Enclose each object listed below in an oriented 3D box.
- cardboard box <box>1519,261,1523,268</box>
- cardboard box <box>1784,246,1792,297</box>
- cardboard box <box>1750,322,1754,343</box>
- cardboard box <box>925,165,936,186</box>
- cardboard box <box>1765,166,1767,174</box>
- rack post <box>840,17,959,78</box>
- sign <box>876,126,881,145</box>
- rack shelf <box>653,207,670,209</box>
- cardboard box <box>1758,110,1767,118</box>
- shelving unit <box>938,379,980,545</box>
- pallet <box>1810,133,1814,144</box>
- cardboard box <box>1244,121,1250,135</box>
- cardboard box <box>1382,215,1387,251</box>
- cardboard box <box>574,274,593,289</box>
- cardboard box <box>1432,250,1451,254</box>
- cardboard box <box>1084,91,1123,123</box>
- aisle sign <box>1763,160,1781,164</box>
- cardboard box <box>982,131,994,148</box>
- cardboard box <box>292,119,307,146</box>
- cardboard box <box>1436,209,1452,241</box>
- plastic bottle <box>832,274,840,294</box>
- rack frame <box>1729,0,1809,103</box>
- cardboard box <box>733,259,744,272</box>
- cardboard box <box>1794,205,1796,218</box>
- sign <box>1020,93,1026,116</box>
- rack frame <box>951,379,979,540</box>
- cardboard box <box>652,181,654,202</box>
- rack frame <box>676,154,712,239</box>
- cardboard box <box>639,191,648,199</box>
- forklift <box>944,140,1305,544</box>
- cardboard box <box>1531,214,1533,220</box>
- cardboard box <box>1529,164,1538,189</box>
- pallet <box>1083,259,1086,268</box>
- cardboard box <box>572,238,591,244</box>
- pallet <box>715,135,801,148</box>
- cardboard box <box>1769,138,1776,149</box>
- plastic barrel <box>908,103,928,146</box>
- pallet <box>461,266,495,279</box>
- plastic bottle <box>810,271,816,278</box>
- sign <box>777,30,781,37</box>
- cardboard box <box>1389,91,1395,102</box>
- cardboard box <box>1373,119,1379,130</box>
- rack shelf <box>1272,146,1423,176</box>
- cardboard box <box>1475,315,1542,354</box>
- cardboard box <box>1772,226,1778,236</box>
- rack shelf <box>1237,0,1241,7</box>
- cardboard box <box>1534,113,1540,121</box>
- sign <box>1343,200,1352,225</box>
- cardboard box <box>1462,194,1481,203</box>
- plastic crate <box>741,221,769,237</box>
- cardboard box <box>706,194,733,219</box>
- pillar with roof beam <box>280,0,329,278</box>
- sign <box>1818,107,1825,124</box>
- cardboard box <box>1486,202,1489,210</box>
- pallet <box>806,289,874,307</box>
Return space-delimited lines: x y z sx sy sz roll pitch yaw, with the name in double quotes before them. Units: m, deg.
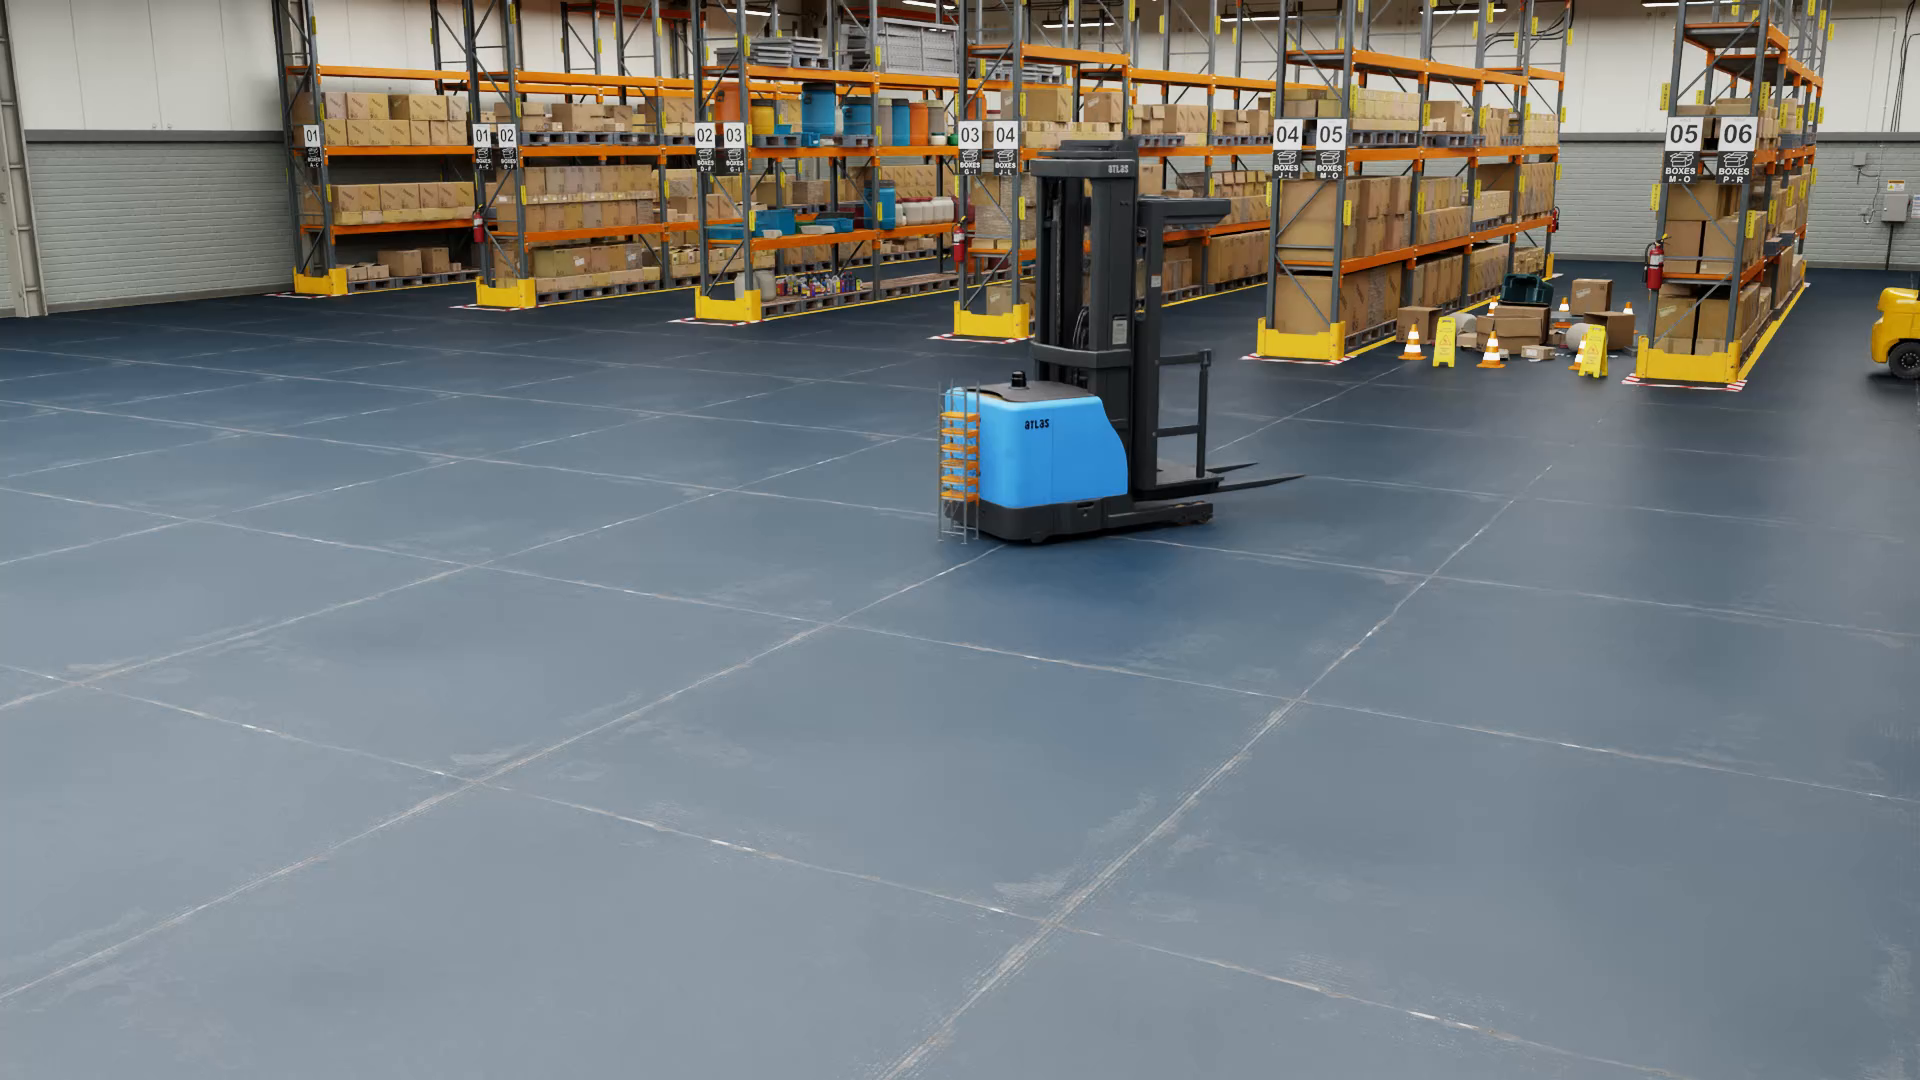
"cardboard box" 11.412 -5.706 34.353 0.380 0.149 0.250 8 16 31
"cardboard box" 14.262 -4.788 29.633 0.875 0.875 0.875 8 16 30
"cardboard box" 10.755 -2.904 23.149 0.500 0.250 0.500 7 15 27
"cardboard box" -0.954 -9.208 41.980 0.500 0.500 0.500 8 16 30
"cardboard box" 15.015 -6.931 31.151 0.380 0.149 0.250 8 16 29
"rack post" -1.080 -9.410 31.938 1.013 1.000 3.121 7 15 28
"sign" -1.480 -7.380 30.327 0.100 0.325 0.005 7 15 28
"rack shelf" -7.728 -7.986 40.794 1.077 0.370 4.000 7 15 28
"cardboard box" 9.940 -5.392 20.934 0.380 0.149 0.250 7 15 28
"shelving unit" -0.010 -0.580 12.379 0.258 1.200 0.189 8 16 29
"pallet" 15.917 -7.771 32.155 1.003 0.211 1.213 7 15 28
"cardboard box" 5.637 -8.467 34.147 0.500 0.311 0.500 7 15 26
"cardboard box" 5.894 -4.622 24.983 0.875 0.550 0.550 7 15 28
"cardboard box" -7.290 -4.881 31.352 0.500 0.250 0.500 7 15 28
"cardboard box" 8.707 -5.183 30.468 0.500 0.250 0.500 7 15 27
"cardboard box" 2.385 -7.194 27.661 0.500 0.500 0.500 7 15 26
"aisle sign" 16.636 -8.072 34.068 0.394 0.787 0.004 7 15 28
"cardboard box" 0.456 -6.114 25.412 0.500 0.250 0.500 8 16 29
"cardboard box" -12.583 -7.915 32.308 0.500 0.500 0.500 9 16 32
"cardboard box" 7.895 -5.275 27.799 0.500 0.500 0.500 8 16 29
"plastic bottle" -2.264 -4.638 30.085 0.144 0.351 0.185 7 15 28
"rack frame" 12.988 -8.036 26.664 1.000 3.000 0.127 7 15 28
"cardboard box" -4.890 -5.888 35.527 0.500 0.250 0.500 8 16 29
"cardboard box" 14.686 -5.888 29.812 0.500 0.250 0.500 8 16 29
"sign" 0.921 -6.422 24.507 0.100 0.325 0.005 7 15 28
"rack frame" 0.036 -0.599 12.456 0.240 1.200 0.006 8 16 29
"cardboard box" -7.734 -8.407 40.115 0.500 0.500 0.500 7 15 28
"rack frame" -6.762 -8.746 42.412 1.000 3.000 0.127 7 15 28
"cardboard box" -6.356 -6.778 32.650 0.380 0.149 0.250 7 15 27
"forklift" 1.402 -1.631 13.047 3.031 2.935 1.130 -8 16 -30
"cardboard box" 11.749 -6.769 34.746 0.380 0.149 0.250 8 16 29
"cardboard box" 11.479 -7.432 33.980 0.500 0.500 0.500 8 16 29
"pallet" 2.232 -6.423 38.727 1.003 0.211 1.213 7 15 28
"cardboard box" -8.998 -6.771 38.612 0.700 0.500 0.500 8 16 29
"pallet" -3.405 -6.687 27.873 1.003 0.211 1.213 7 15 28
"cardboard box" 11.169 -5.535 23.228 0.380 0.149 0.250 7 15 28
"plastic barrel" -0.926 -8.192 32.797 0.600 0.830 0.708 7 15 28
"pallet" -10.254 -5.909 36.594 1.003 0.211 1.213 7 15 28
"plastic bottle" -2.710 -4.790 30.715 0.144 0.351 0.185 8 16 30
"sign" -3.870 -10.750 35.594 0.100 0.325 0.005 7 15 28
"cardboard box" 6.041 -6.392 23.973 0.380 0.149 0.250 8 16 29
"cardboard box" 5.673 -5.848 23.417 0.380 0.149 0.250 7 15 28
"rack shelf" 5.705 -5.537 24.234 1.077 0.370 4.000 7 15 28
"cardboard box" 7.754 -2.911 23.536 0.797 0.503 0.637 -3 14 -11
"cardboard box" 12.253 -4.722 25.361 0.380 0.149 0.250 8 16 30
"rack shelf" 5.280 -10.835 32.718 1.077 0.370 4.000 7 15 28
"cardboard box" 11.570 -8.598 33.802 0.380 0.149 0.250 8 16 31
"sign" 5.222 -4.413 22.423 0.100 0.325 0.005 7 15 28
"cardboard box" 9.249 -6.209 30.257 0.380 0.149 0.250 7 15 28
"plastic crate" -3.591 -5.359 28.678 0.499 0.251 0.408 7 15 28
"cardboard box" -5.154 -7.068 35.236 0.500 0.500 0.500 6 15 25
"pillar with roof beam" -9.213 -8.954 30.476 9.100 9.000 0.400 7 15 28
"sign" 17.324 -8.546 33.462 0.100 0.325 0.005 7 15 28
"cardboard box" 9.637 -6.227 30.966 0.380 0.149 0.250 7 15 28
"pallet" -2.318 -4.494 30.723 1.003 0.211 1.213 7 15 28
